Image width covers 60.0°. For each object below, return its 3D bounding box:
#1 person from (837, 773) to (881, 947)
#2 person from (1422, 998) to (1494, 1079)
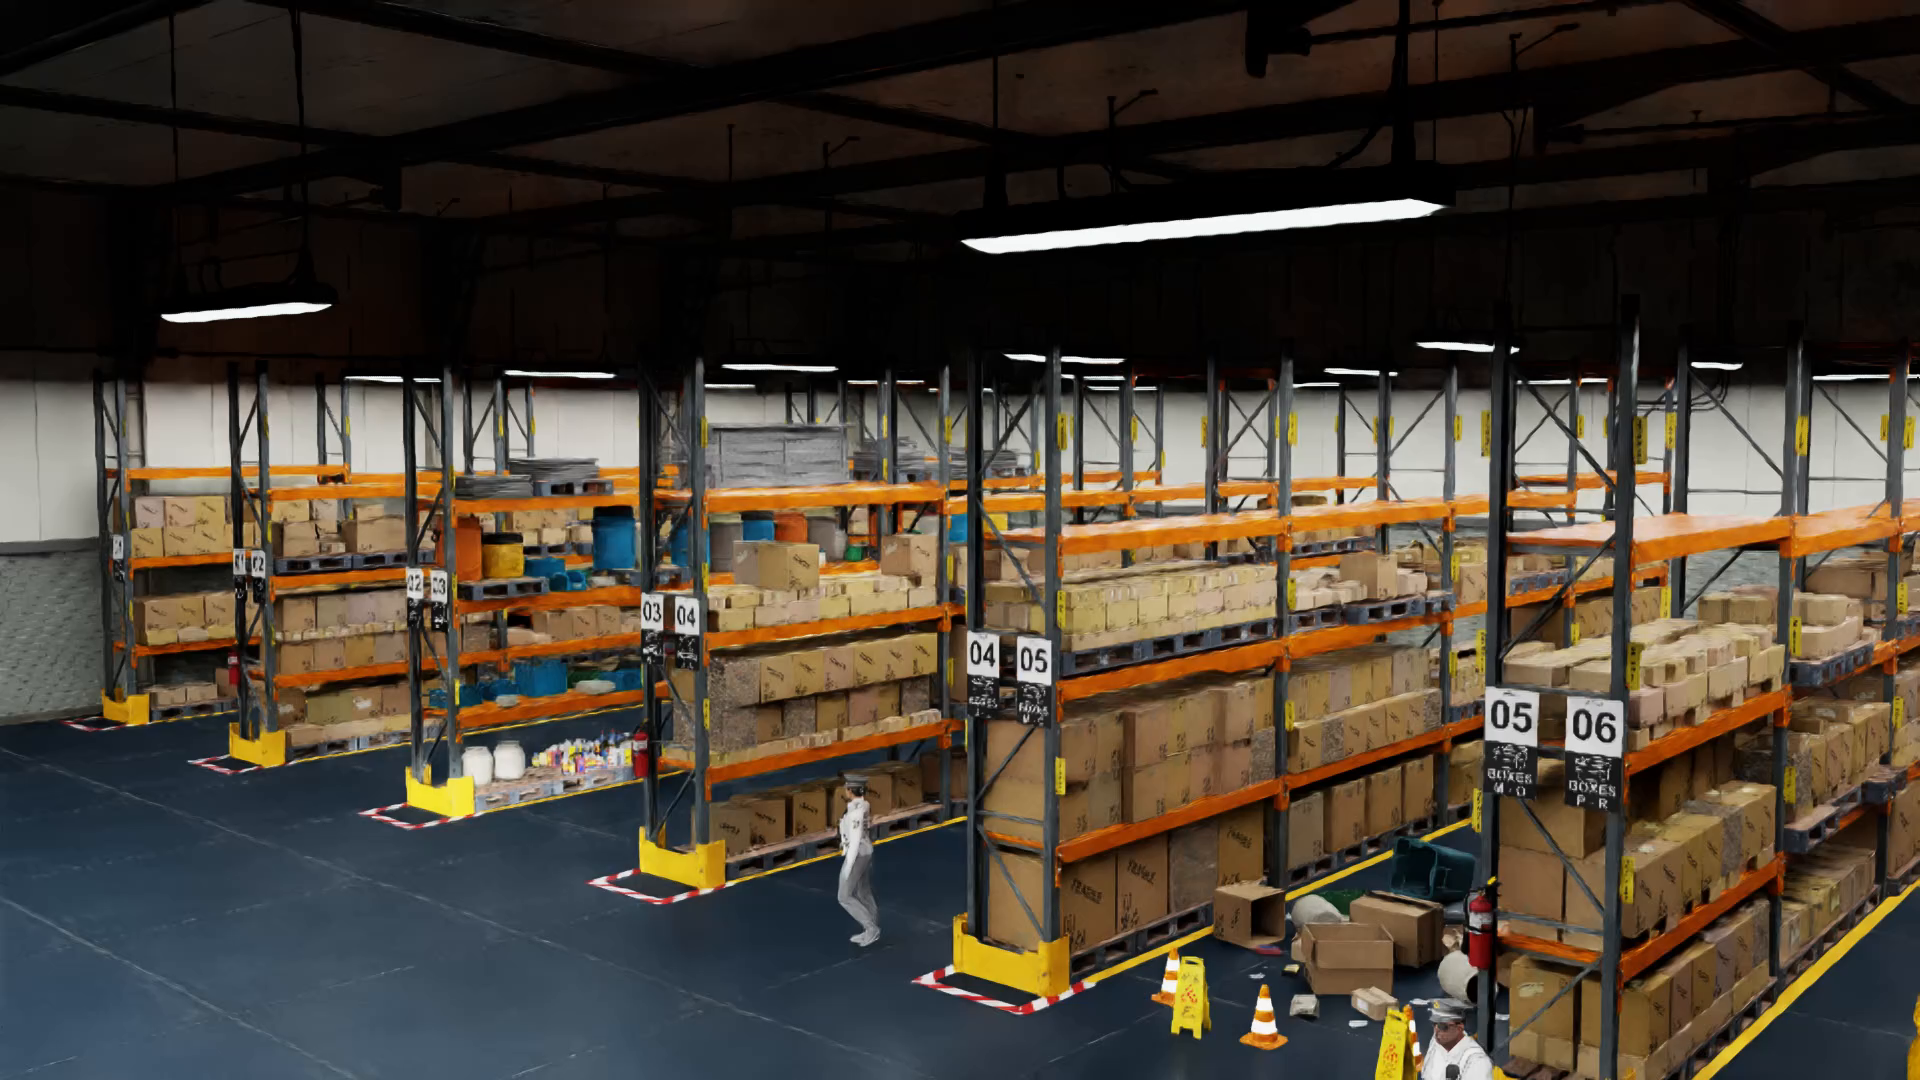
[{"bbox_3d":[-0.974,3.129,16.276,0.426,1.659,0.621,0,4,6],"label":"person"},{"bbox_3d":[3.014,3.577,10.027,0.982,1.706,0.586,-2,5,-25],"label":"person"}]
